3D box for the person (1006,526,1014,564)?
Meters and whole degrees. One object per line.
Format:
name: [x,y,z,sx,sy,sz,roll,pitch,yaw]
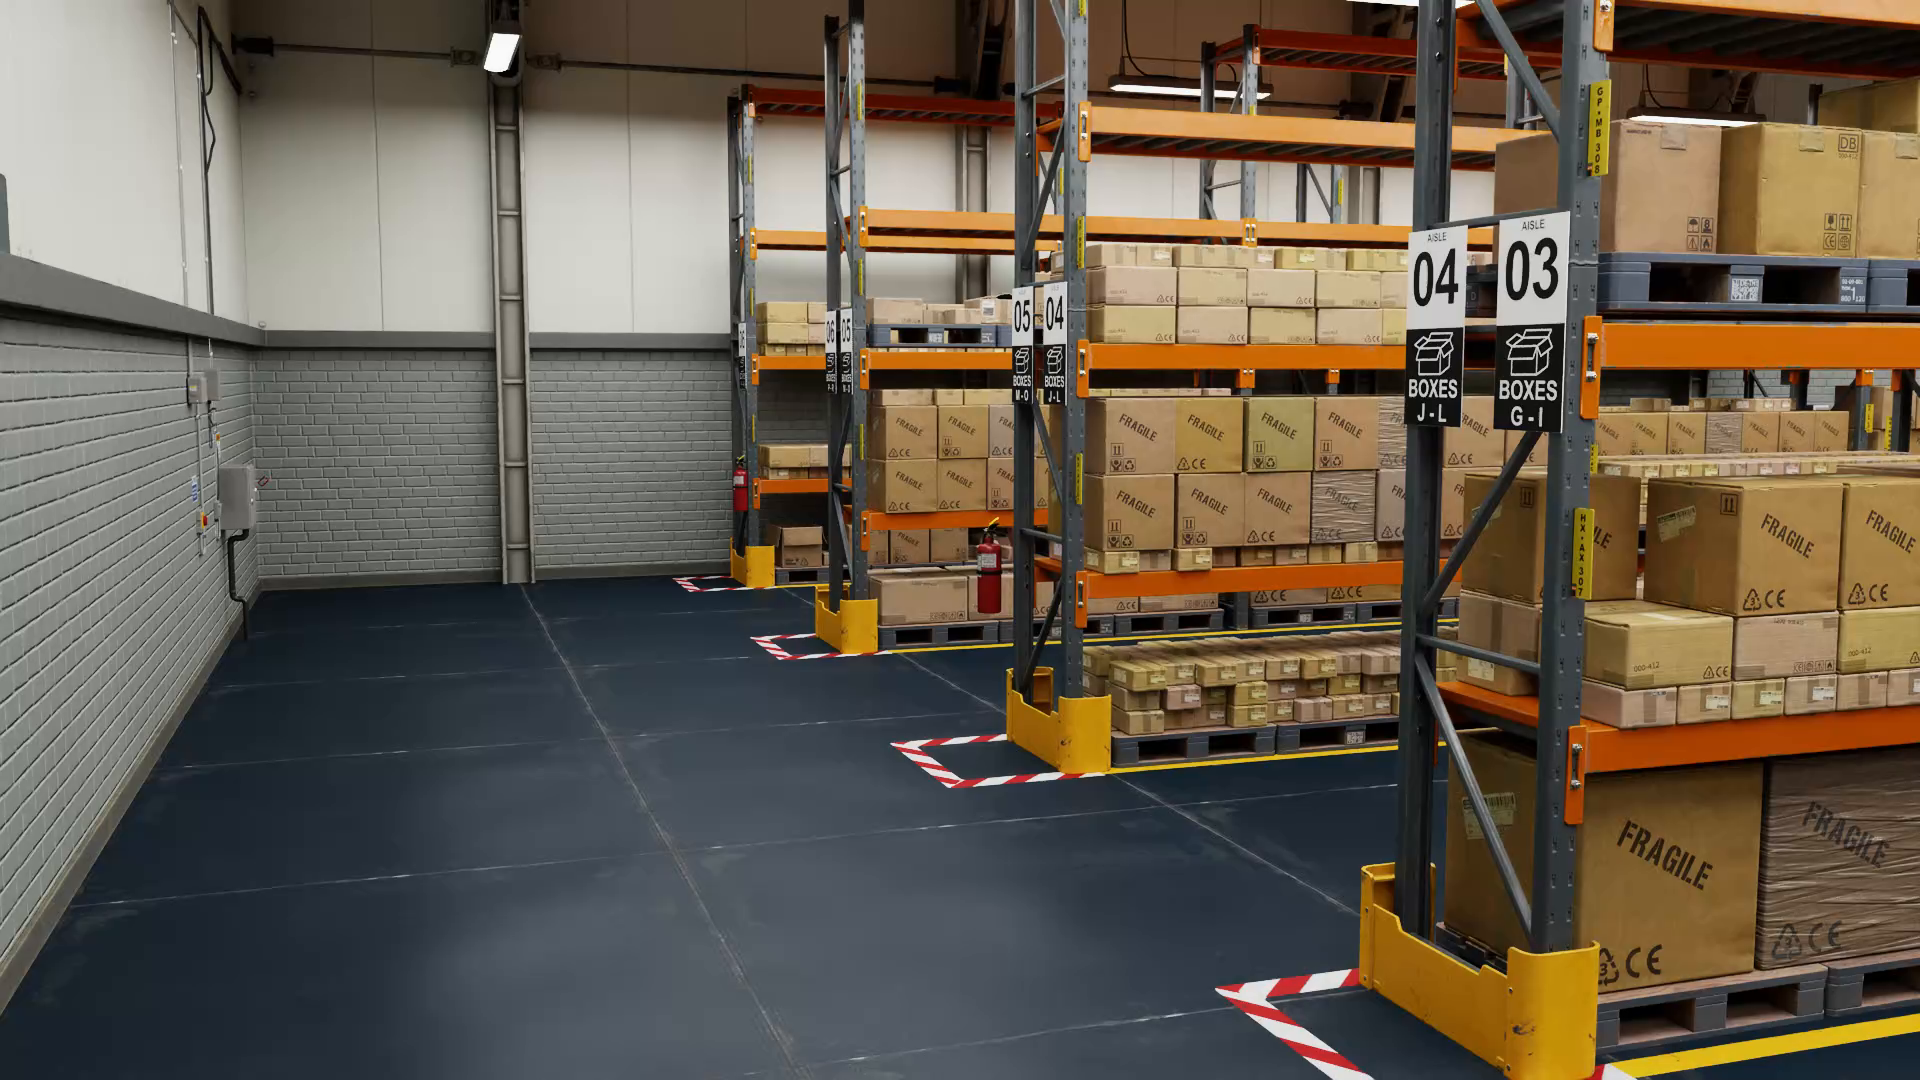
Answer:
person: [0.745,-0.185,19.462,0.499,1.674,0.459,-2,6,-19]
